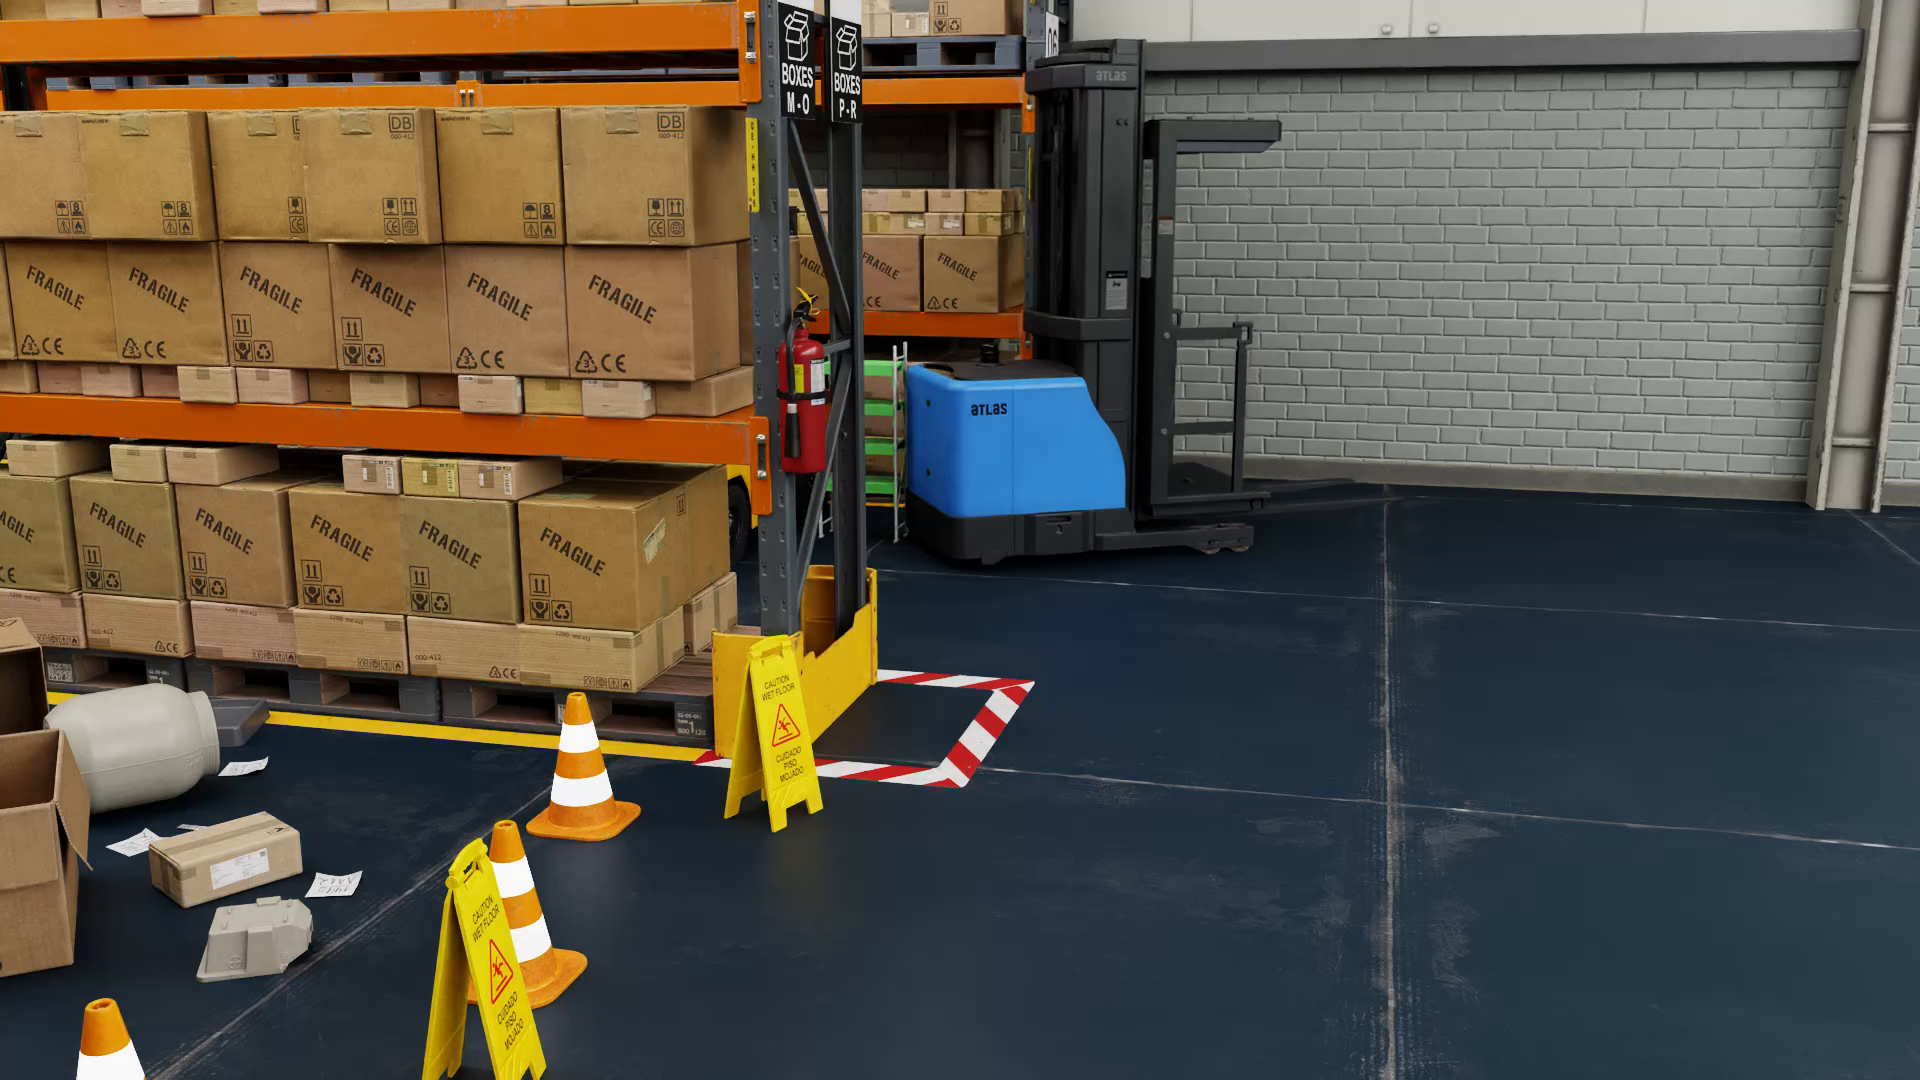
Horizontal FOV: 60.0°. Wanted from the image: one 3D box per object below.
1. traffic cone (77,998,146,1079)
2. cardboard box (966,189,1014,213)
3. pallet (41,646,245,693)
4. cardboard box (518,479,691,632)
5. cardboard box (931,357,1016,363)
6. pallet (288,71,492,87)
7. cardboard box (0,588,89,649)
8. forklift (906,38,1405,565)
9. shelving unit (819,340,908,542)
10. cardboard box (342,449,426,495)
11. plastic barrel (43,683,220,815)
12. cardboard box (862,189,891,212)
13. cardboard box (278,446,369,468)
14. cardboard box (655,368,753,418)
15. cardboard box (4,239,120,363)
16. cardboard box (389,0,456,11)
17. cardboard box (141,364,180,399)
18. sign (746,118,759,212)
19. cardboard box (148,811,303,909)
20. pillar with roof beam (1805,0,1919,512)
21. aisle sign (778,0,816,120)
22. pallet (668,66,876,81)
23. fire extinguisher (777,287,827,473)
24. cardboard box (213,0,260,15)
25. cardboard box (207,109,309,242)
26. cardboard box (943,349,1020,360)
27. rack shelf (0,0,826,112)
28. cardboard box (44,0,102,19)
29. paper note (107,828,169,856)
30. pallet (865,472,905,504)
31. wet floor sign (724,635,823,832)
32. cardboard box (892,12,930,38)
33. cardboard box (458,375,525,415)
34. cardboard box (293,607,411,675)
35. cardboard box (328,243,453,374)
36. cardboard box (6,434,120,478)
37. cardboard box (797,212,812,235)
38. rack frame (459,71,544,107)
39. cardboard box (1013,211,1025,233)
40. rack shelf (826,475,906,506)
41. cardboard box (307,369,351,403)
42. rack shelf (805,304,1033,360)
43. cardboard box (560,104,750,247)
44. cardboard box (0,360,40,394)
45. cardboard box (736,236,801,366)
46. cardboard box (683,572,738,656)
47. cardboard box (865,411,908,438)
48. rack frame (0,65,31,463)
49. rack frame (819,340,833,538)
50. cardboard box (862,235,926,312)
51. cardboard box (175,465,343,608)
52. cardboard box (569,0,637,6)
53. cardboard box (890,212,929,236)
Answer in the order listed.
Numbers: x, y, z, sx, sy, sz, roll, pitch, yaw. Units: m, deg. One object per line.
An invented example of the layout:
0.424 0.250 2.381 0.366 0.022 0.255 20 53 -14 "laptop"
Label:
-1.850 1.226 3.637 0.334 0.463 0.336 3 13 14 "traffic cone"
0.201 -2.261 11.084 0.250 0.149 0.380 3 13 14 "cardboard box"
-3.809 0.449 7.722 1.213 0.211 1.003 3 13 14 "pallet"
-1.427 0.052 6.719 0.500 0.500 0.500 3 13 14 "cardboard box"
0.077 -1.085 11.270 0.500 0.250 0.500 4 13 15 "cardboard box"
-4.144 -3.398 12.139 1.217 0.209 0.805 3 13 11 "pallet"
-3.962 0.285 7.402 0.500 0.250 0.500 2 13 11 "cardboard box"
1.241 -1.450 10.002 3.031 2.935 1.130 -4 13 -17 "forklift"
-0.598 -0.612 10.223 0.503 1.200 0.258 3 13 14 "shelving unit"
-2.298 -0.297 6.796 0.250 0.149 0.380 4 13 16 "cardboard box"
-2.954 0.737 5.935 0.512 0.421 0.421 -9 15 -35 "plastic barrel"
-0.530 -2.304 11.277 0.250 0.149 0.380 3 13 14 "cardboard box"
-2.841 -0.142 7.595 0.500 0.500 0.500 4 13 17 "cardboard box"
-1.001 -0.584 6.520 0.250 0.149 0.380 4 13 15 "cardboard box"
-3.617 -1.031 7.038 0.500 0.500 0.500 3 13 13 "cardboard box"
-1.982 -2.091 6.386 0.250 0.149 0.380 3 13 13 "cardboard box"
-3.220 -0.696 7.026 0.250 0.149 0.380 3 13 13 "cardboard box"
-0.739 -1.336 5.927 0.005 0.325 0.100 3 13 14 "sign"
-2.342 1.017 5.308 0.250 0.149 0.380 12 17 43 "cardboard box"
4.933 -3.714 6.197 0.400 9.000 9.100 3 13 14 "pillar with roof beam"
-0.596 -1.937 6.037 0.004 0.787 0.394 3 13 14 "aisle sign"
-1.269 -3.302 11.471 1.213 0.211 1.003 3 13 14 "pallet"
-0.586 -0.591 6.153 0.183 0.674 0.296 3 13 14 "fire extinguisher"
-2.727 -2.133 6.578 0.250 0.149 0.380 3 13 14 "cardboard box"
-2.595 -1.483 6.765 0.500 0.500 0.700 3 13 13 "cardboard box"
0.178 -1.192 11.749 0.500 0.250 0.500 3 13 13 "cardboard box"
-2.528 -1.949 6.829 4.000 0.370 1.077 3 13 14 "rack shelf"
-3.485 -2.177 6.777 0.250 0.149 0.380 3 13 15 "cardboard box"
-2.770 1.017 5.606 0.142 0.019 0.148 8 15 33 "paper note"
-0.153 -0.446 11.755 1.213 0.211 1.003 3 13 14 "pallet"
-0.658 0.652 5.804 0.232 0.644 0.267 8 15 33 "wet floor sign"
-0.278 -3.351 10.865 0.250 0.149 0.380 3 13 12 "cardboard box"
-1.774 -0.598 6.586 0.250 0.149 0.380 3 13 15 "cardboard box"
-2.446 0.365 7.040 0.500 0.250 0.500 3 13 12 "cardboard box"
-2.149 -0.950 6.672 0.500 0.500 0.500 3 13 13 "cardboard box"
-3.855 -0.379 7.164 0.250 0.149 0.380 3 13 14 "cardboard box"
-1.056 -2.162 11.325 0.250 0.149 0.380 3 13 14 "cardboard box"
-3.284 -1.984 12.249 0.127 3.000 1.000 3 13 14 "rack frame"
0.332 -2.214 11.558 0.250 0.149 0.380 3 13 12 "cardboard box"
-0.598 -0.316 10.289 0.480 0.148 0.258 3 13 14 "rack shelf"
-2.480 -0.667 6.896 0.250 0.149 0.380 3 13 14 "cardboard box"
-1.342 -1.529 11.859 4.000 0.370 1.077 3 13 14 "rack shelf"
-1.135 -1.395 6.369 0.500 0.500 0.700 3 13 12 "cardboard box"
-3.983 -0.731 7.183 0.250 0.149 0.380 3 13 15 "cardboard box"
-0.980 -1.009 6.939 0.500 0.500 0.500 3 13 13 "cardboard box"
-1.303 0.305 7.311 0.500 0.250 0.500 3 13 13 "cardboard box"
-0.433 -0.871 11.457 0.500 0.250 0.500 3 13 13 "cardboard box"
-4.470 -0.940 7.543 0.127 3.000 1.000 3 13 14 "rack frame"
-0.834 -0.626 10.283 0.015 1.200 0.240 3 13 14 "rack frame"
-0.443 -1.824 11.299 0.500 0.500 0.500 3 13 15 "cardboard box"
-2.936 -0.028 7.084 0.500 0.500 0.500 4 13 16 "cardboard box"
-1.249 -2.039 6.156 0.250 0.149 0.380 3 13 14 "cardboard box"
-0.297 -2.134 11.198 0.250 0.149 0.380 3 13 15 "cardboard box"
